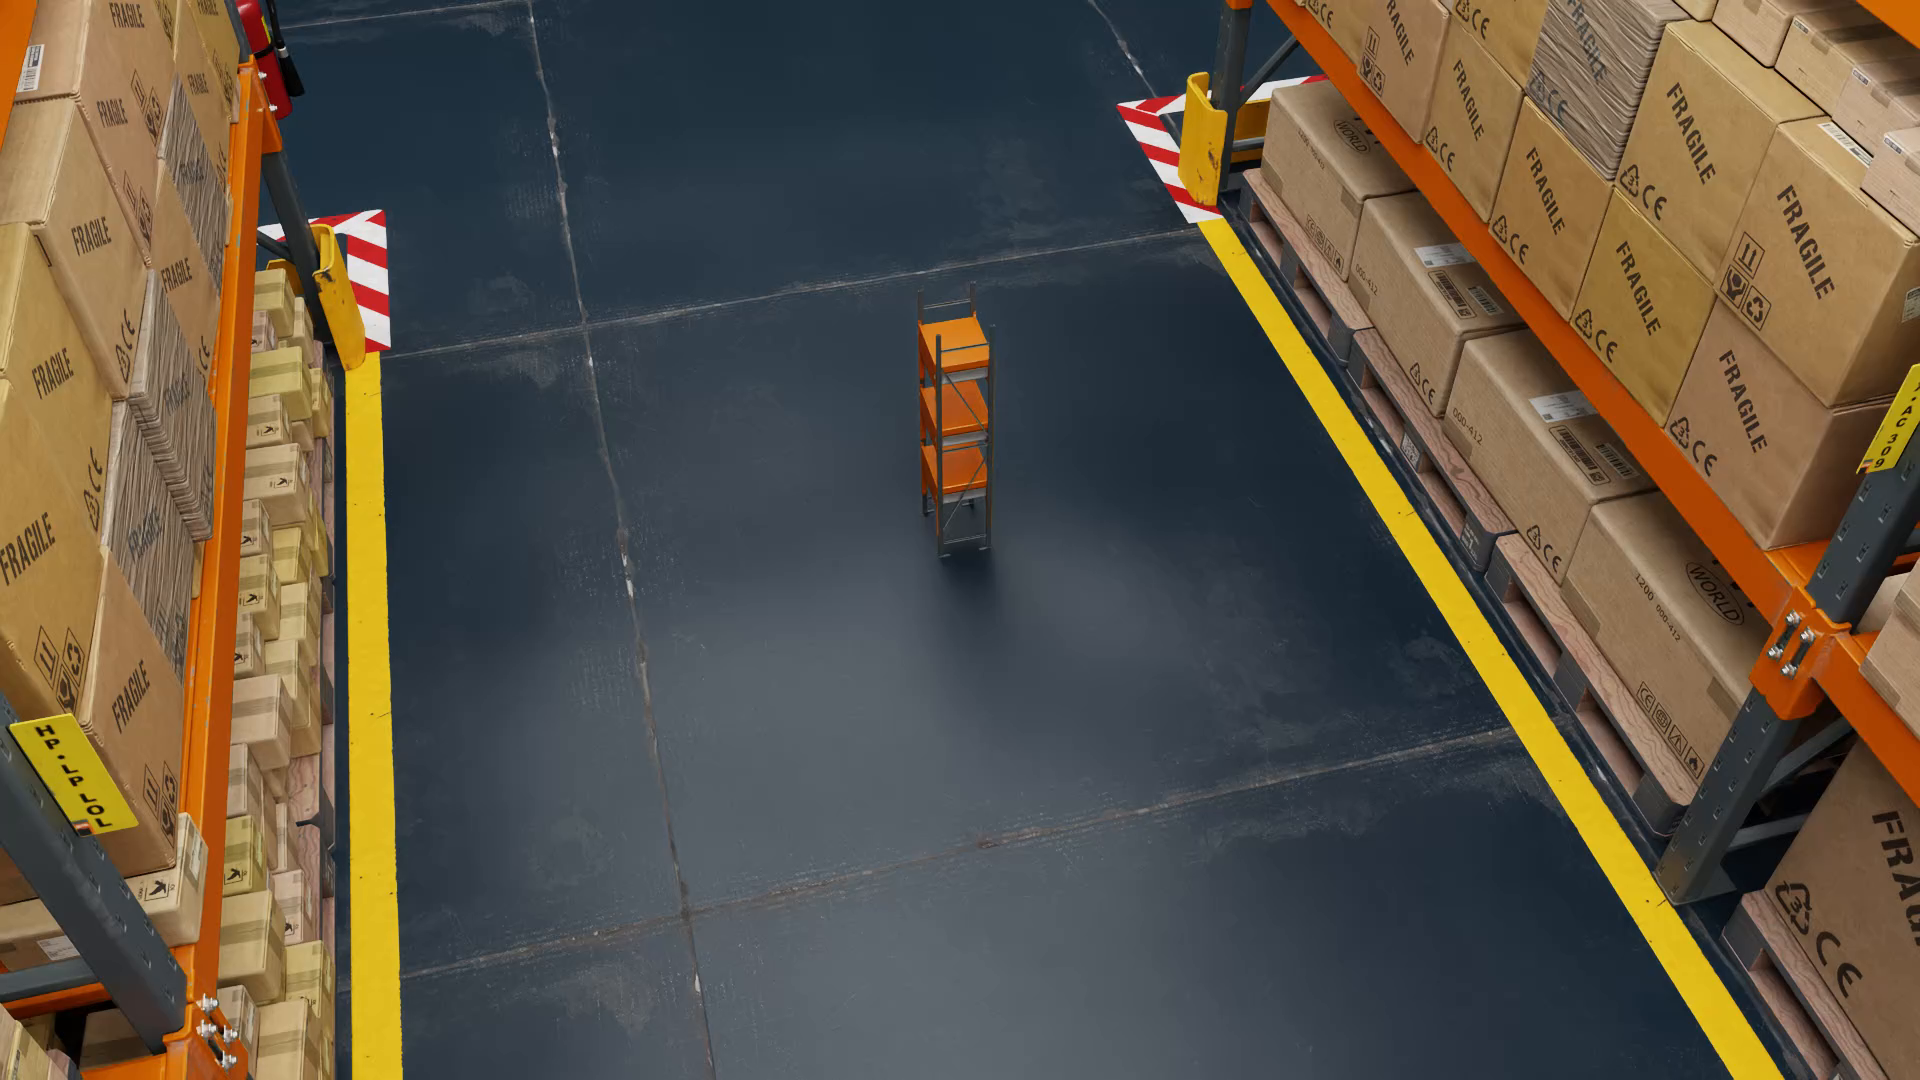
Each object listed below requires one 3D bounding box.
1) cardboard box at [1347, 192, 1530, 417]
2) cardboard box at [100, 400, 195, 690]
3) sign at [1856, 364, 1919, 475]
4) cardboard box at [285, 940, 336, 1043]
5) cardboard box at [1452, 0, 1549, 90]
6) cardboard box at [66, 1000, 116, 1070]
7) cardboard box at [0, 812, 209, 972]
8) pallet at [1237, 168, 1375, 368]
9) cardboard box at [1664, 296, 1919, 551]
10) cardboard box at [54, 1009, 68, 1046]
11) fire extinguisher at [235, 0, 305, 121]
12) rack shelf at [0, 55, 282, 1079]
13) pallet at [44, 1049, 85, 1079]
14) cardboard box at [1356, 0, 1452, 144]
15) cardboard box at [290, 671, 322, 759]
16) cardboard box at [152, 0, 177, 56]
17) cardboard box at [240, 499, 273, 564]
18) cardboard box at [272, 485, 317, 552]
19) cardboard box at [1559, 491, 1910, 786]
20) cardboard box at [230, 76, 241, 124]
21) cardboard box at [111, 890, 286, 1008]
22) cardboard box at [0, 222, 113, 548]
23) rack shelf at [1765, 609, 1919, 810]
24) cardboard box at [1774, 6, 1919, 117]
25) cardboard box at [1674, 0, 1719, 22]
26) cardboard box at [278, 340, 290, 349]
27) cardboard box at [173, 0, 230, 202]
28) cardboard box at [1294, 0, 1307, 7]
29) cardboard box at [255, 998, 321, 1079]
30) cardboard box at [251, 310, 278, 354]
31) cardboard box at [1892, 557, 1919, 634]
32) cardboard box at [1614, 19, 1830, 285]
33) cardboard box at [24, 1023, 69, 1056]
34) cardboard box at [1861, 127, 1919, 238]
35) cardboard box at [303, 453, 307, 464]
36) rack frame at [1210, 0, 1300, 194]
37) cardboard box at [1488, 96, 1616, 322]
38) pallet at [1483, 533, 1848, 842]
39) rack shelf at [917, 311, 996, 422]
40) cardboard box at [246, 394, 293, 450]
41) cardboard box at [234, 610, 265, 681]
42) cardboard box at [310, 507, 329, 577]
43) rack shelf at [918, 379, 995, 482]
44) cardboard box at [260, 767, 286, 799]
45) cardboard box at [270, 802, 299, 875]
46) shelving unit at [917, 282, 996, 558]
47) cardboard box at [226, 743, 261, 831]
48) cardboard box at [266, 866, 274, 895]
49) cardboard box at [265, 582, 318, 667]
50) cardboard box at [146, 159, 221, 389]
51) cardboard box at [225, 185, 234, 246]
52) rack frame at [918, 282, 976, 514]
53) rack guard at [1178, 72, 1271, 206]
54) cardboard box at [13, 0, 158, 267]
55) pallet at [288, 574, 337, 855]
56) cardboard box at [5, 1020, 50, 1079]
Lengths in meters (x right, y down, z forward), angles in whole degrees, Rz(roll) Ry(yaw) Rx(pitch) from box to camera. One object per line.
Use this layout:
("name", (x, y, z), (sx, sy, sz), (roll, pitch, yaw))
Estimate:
("cardboard box", (2.151, -0.992, 6.622), (0.875, 0.438, 0.875), (-10, 46, -9))
("cardboard box", (-2.109, 0.060, 3.813), (0.500, 0.500, 0.500), (-11, 47, -10))
("sign", (2.131, -0.276, 3.758), (0.100, 0.325, 0.005), (-11, 47, -10))
("cardboard box", (-1.943, 1.284, 4.593), (0.380, 0.149, 0.250), (-9, 46, -9))
("cardboard box", (1.898, -1.757, 5.102), (0.500, 0.500, 0.500), (-11, 47, -10))
("cardboard box", (-2.507, 1.375, 4.504), (0.380, 0.149, 0.250), (-10, 46, -9))
("cardboard box", (-1.848, 0.760, 3.581), (0.380, 0.149, 0.250), (-9, 46, -9))
("pallet", (1.924, -1.295, 7.372), (1.003, 0.211, 1.213), (-11, 47, -10))
("cardboard box", (2.302, -0.356, 4.429), (0.500, 0.500, 0.500), (-10, 46, -10))
("cardboard box", (-2.561, 1.330, 4.340), (0.380, 0.149, 0.250), (-13, 47, -12))
("fire extinguisher", (-2.734, -1.935, 6.361), (0.296, 0.674, 0.183), (-11, 47, -10))
("rack shelf", (-2.604, -0.202, 4.851), (1.077, 0.370, 4.000), (-11, 47, -10))
("pallet", (-2.037, 1.549, 2.766), (1.003, 0.211, 1.213), (-11, 47, -10))
("cardboard box", (1.758, -1.762, 5.806), (0.500, 0.500, 0.500), (-11, 47, -11))
("cardboard box", (-2.246, 0.580, 5.284), (0.380, 0.149, 0.250), (-12, 47, -11))
("cardboard box", (-2.629, -1.703, 4.841), (0.500, 0.500, 0.500), (-12, 47, -12))
("cardboard box", (-2.450, 0.035, 5.401), (0.380, 0.149, 0.250), (-12, 47, -12))
("cardboard box", (-2.425, -0.062, 5.704), (0.380, 0.149, 0.250), (-10, 46, -10))
("cardboard box", (2.610, 0.249, 5.406), (0.875, 0.438, 0.875), (-11, 47, -11))
("cardboard box", (-2.759, -1.573, 5.867), (0.380, 0.149, 0.250), (-11, 47, -10))
("cardboard box", (-1.993, 1.093, 4.364), (0.380, 0.149, 0.250), (-9, 46, -8))
("cardboard box", (-2.119, -0.273, 3.439), (0.500, 0.500, 0.500), (-12, 47, -12))
("rack shelf", (3.179, 1.585, 3.100), (1.077, 0.370, 4.000), (-11, 47, -10))
("cardboard box", (2.264, -1.190, 4.092), (0.380, 0.149, 0.250), (-11, 47, -10))
("cardboard box", (2.083, -1.528, 4.423), (0.380, 0.149, 0.250), (-11, 47, -11))
("cardboard box", (-2.690, -0.585, 6.217), (0.380, 0.149, 0.250), (-12, 47, -11))
("cardboard box", (-2.625, -1.354, 5.198), (0.500, 0.500, 0.500), (-11, 47, -11))
("cardboard box", (1.489, -2.460, 6.491), (0.500, 0.500, 0.500), (-11, 47, -11))
("cardboard box", (-1.875, 1.365, 4.306), (0.380, 0.149, 0.250), (-9, 46, -8))
("cardboard box", (-2.727, -0.689, 6.110), (0.380, 0.149, 0.250), (-10, 46, -10))
("cardboard box", (2.507, 0.185, 3.723), (0.500, 0.250, 0.500), (-12, 47, -11))
("cardboard box", (2.158, -1.060, 4.418), (0.500, 0.500, 0.500), (-11, 47, -11))
("cardboard box", (-2.435, 1.372, 4.091), (0.380, 0.149, 0.250), (-9, 46, -9))
("cardboard box", (2.281, -0.814, 3.723), (0.380, 0.149, 0.250), (-12, 47, -11))
("cardboard box", (-2.631, -0.301, 6.147), (0.380, 0.149, 0.250), (-11, 47, -11))
("rack frame", (1.643, -2.809, 6.903), (1.000, 3.000, 0.127), (-11, 47, -10))
("cardboard box", (2.022, -1.055, 5.113), (0.500, 0.500, 0.500), (-11, 47, -11))
("pallet", (2.548, 0.389, 5.721), (1.003, 0.211, 1.213), (-11, 47, -10))
("rack shelf", (-0.014, -0.596, 5.716), (0.215, 0.259, 0.240), (-11, 47, -10))
("cardboard box", (-2.532, -0.343, 5.771), (0.380, 0.149, 0.250), (-12, 47, -12))
("cardboard box", (-2.330, 0.388, 5.055), (0.380, 0.149, 0.250), (-12, 47, -12))
("cardboard box", (-2.430, 0.032, 5.821), (0.380, 0.149, 0.250), (-13, 47, -12))
("rack shelf", (-0.014, -0.397, 5.919), (0.215, 0.259, 0.240), (-11, 47, -10))
("cardboard box", (-2.238, 0.664, 4.993), (0.380, 0.149, 0.250), (-9, 46, -8))
("cardboard box", (-2.170, 0.956, 4.915), (0.380, 0.149, 0.250), (-12, 47, -11))
("shelving unit", (-0.014, -0.404, 5.911), (0.215, 1.050, 0.252), (-11, 47, -10))
("cardboard box", (-2.194, 0.752, 4.699), (0.380, 0.149, 0.250), (-12, 47, -11))
("cardboard box", (-2.124, 1.045, 4.619), (0.380, 0.149, 0.250), (-11, 47, -11))
("cardboard box", (-2.280, 0.304, 5.346), (0.380, 0.149, 0.250), (-10, 46, -10))
("cardboard box", (-2.368, -0.659, 4.518), (0.500, 0.500, 0.500), (-9, 46, -8))
("cardboard box", (-2.565, -1.052, 5.357), (0.380, 0.149, 0.250), (-10, 46, -9))
("rack frame", (-0.045, -0.489, 5.994), (0.200, 1.050, 0.008), (-11, 47, -10))
("rack guard", (1.637, -1.951, 7.812), (1.175, 0.500, 0.348), (-11, 47, -10))
("cardboard box", (-2.348, -0.981, 4.133), (0.500, 0.500, 0.500), (-12, 47, -12))
("pallet", (-2.614, 0.602, 5.512), (1.003, 0.211, 1.213), (-11, 47, -10))
("cardboard box", (-1.799, 1.003, 2.841), (0.380, 0.149, 0.250), (-9, 46, -9))
